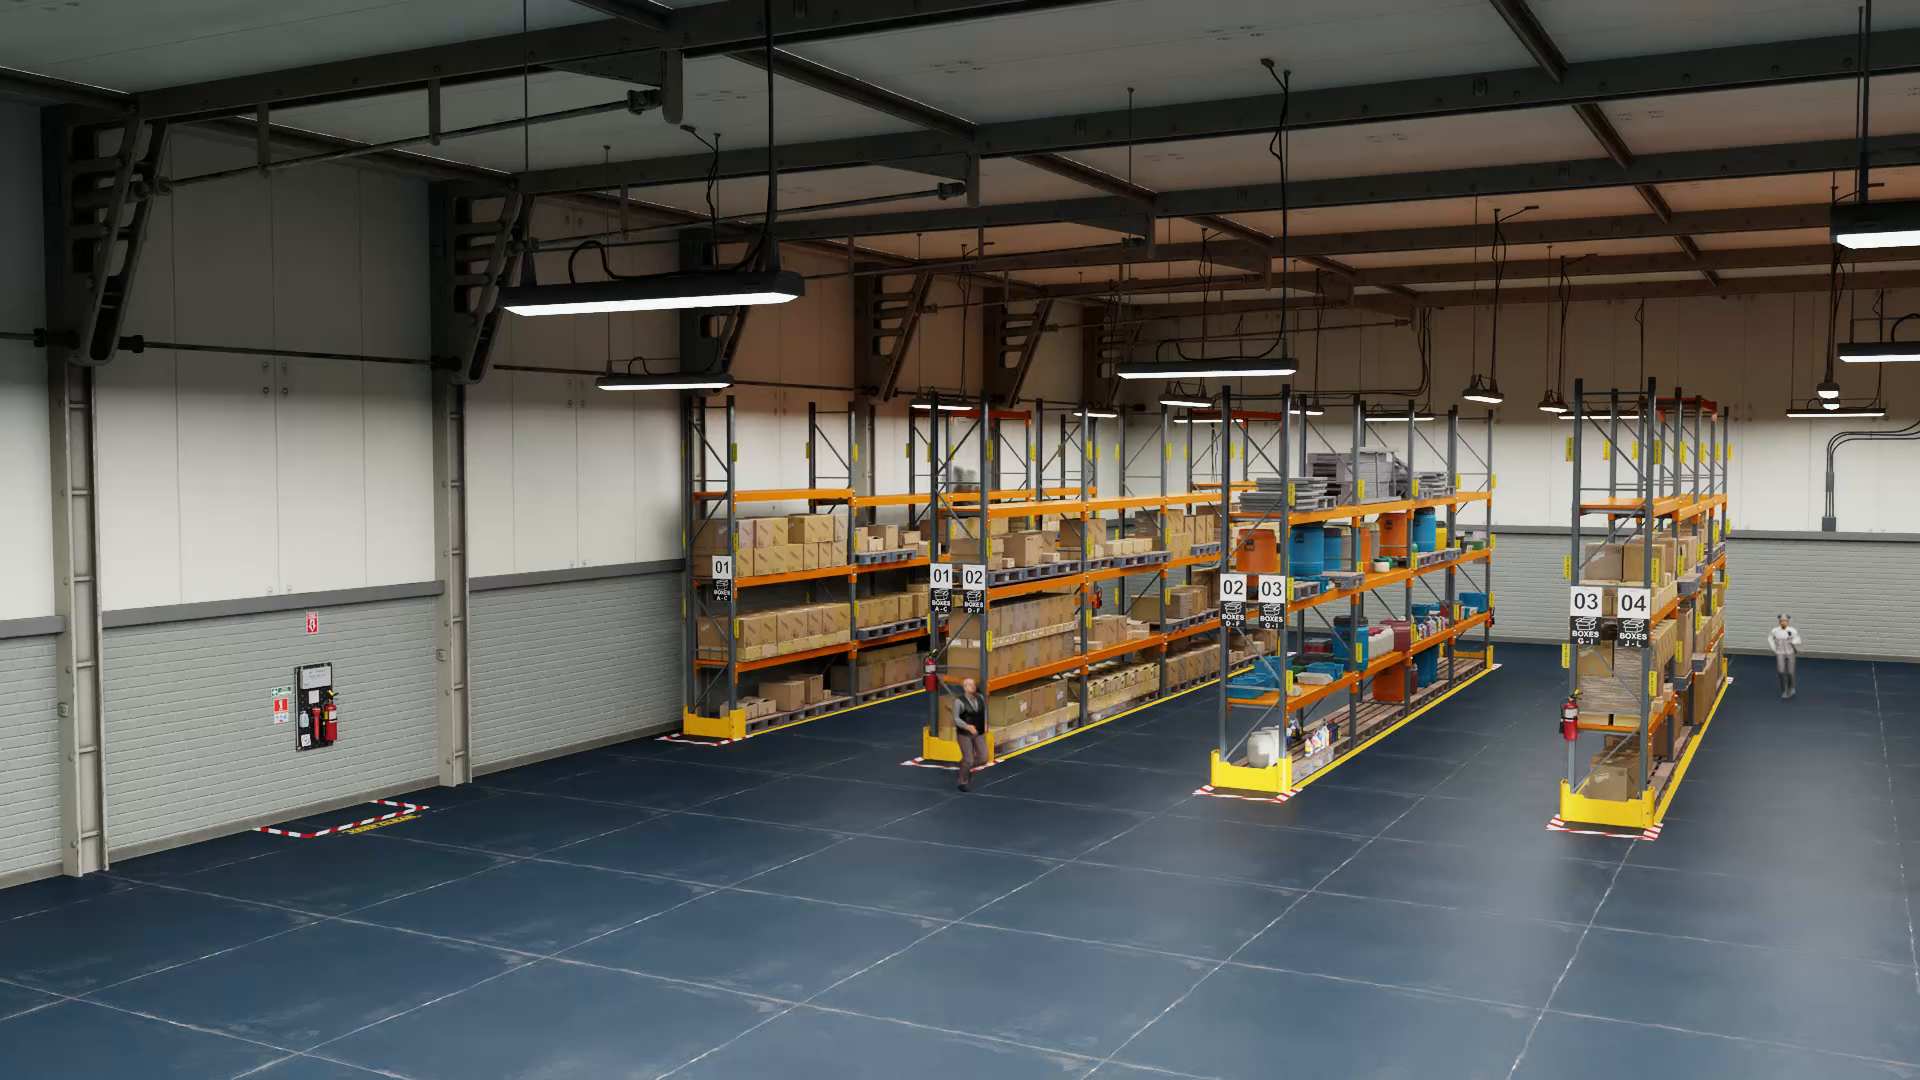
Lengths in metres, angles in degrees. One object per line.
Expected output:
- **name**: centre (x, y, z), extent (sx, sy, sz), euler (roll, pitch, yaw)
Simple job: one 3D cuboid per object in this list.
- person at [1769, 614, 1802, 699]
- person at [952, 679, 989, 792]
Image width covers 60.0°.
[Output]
- **person**: centre (16.874, 2.378, 34.020), extent (0.611, 1.745, 0.719), euler (2, 3, 28)
- **person**: centre (0.187, 2.877, 24.521), extent (0.685, 1.683, 0.635), euler (-2, 4, -31)
